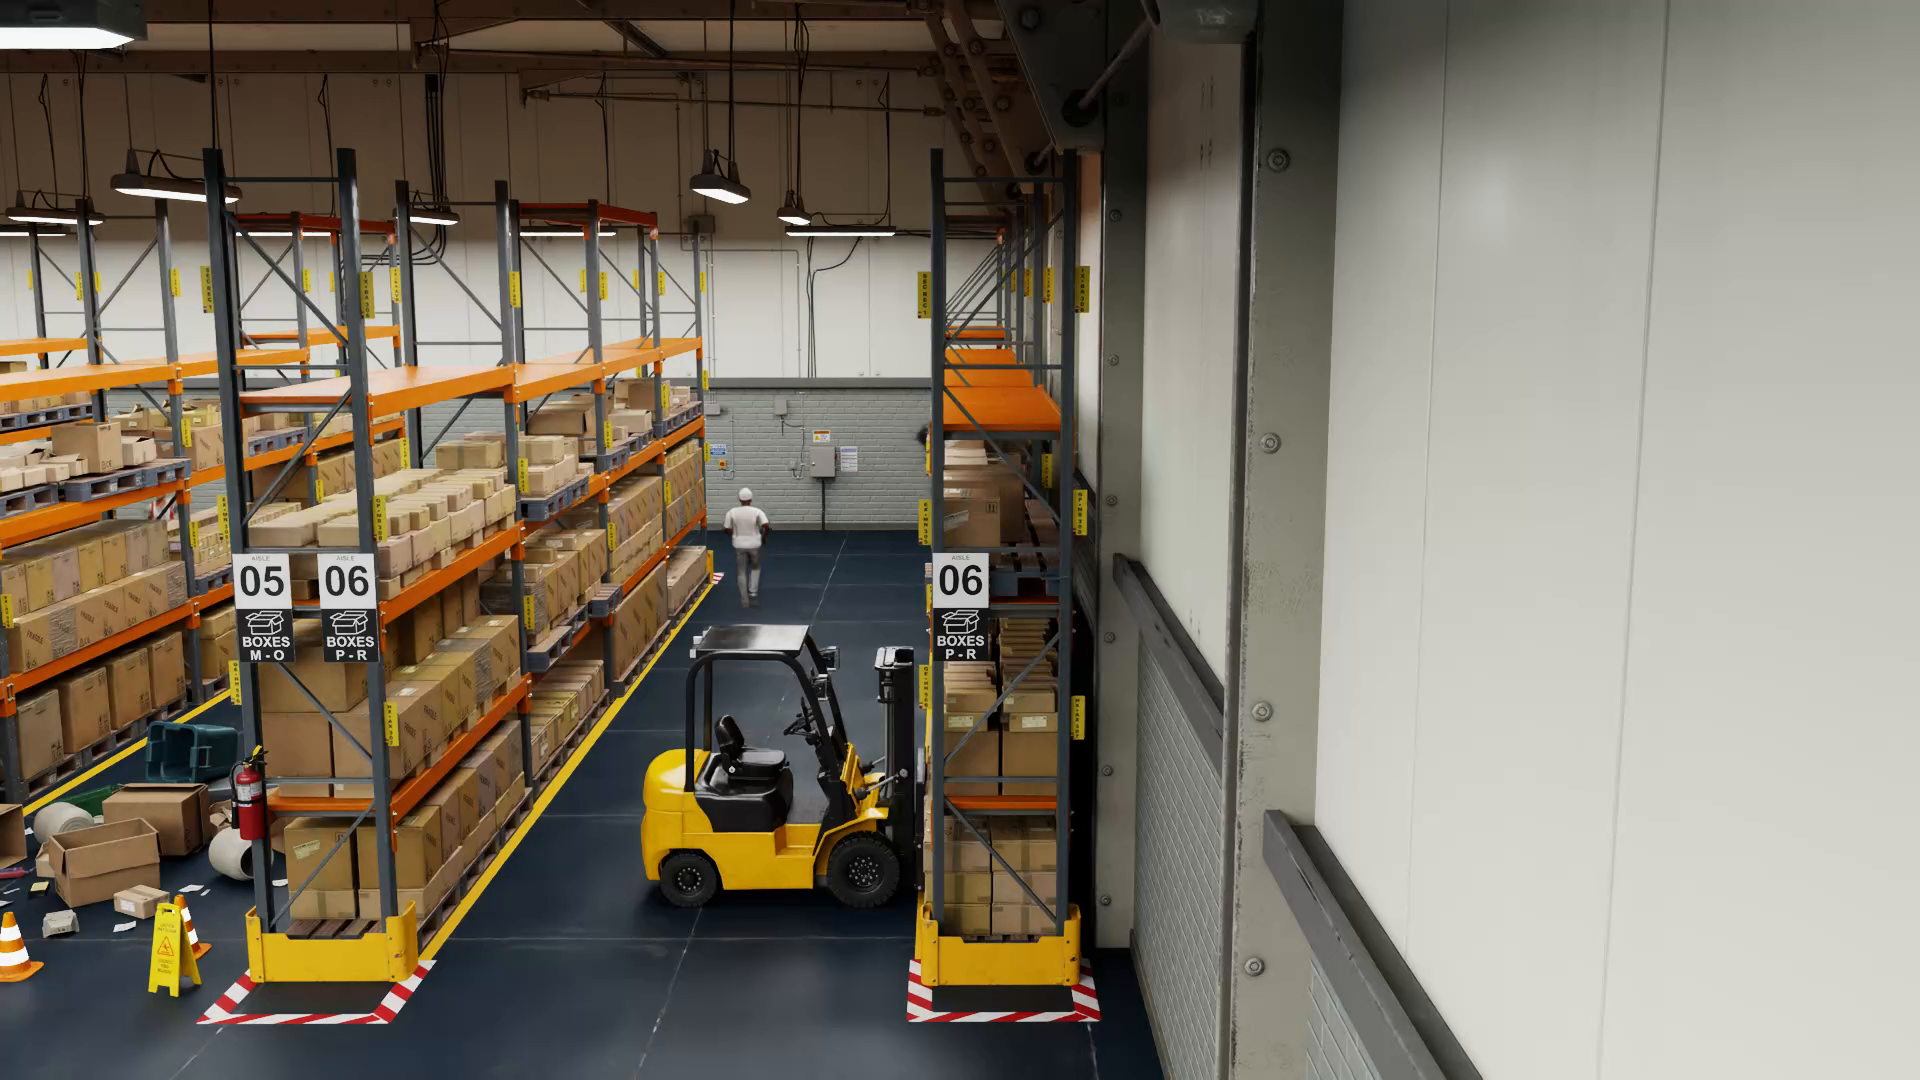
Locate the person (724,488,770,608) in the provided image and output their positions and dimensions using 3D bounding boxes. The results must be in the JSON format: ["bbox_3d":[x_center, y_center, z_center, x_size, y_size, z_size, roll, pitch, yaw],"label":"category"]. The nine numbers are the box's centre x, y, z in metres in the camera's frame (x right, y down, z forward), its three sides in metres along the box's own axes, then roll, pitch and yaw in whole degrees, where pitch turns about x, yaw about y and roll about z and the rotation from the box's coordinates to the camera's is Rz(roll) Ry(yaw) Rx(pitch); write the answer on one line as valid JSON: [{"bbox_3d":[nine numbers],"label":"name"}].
[{"bbox_3d":[-3.121,0.118,24.533,0.684,1.808,0.618,0,9,-1],"label":"person"}]

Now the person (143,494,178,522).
[{"bbox_3d":[-12.926,-0.018,27.102,0.679,1.812,0.898,-1,9,-6],"label":"person"}]
